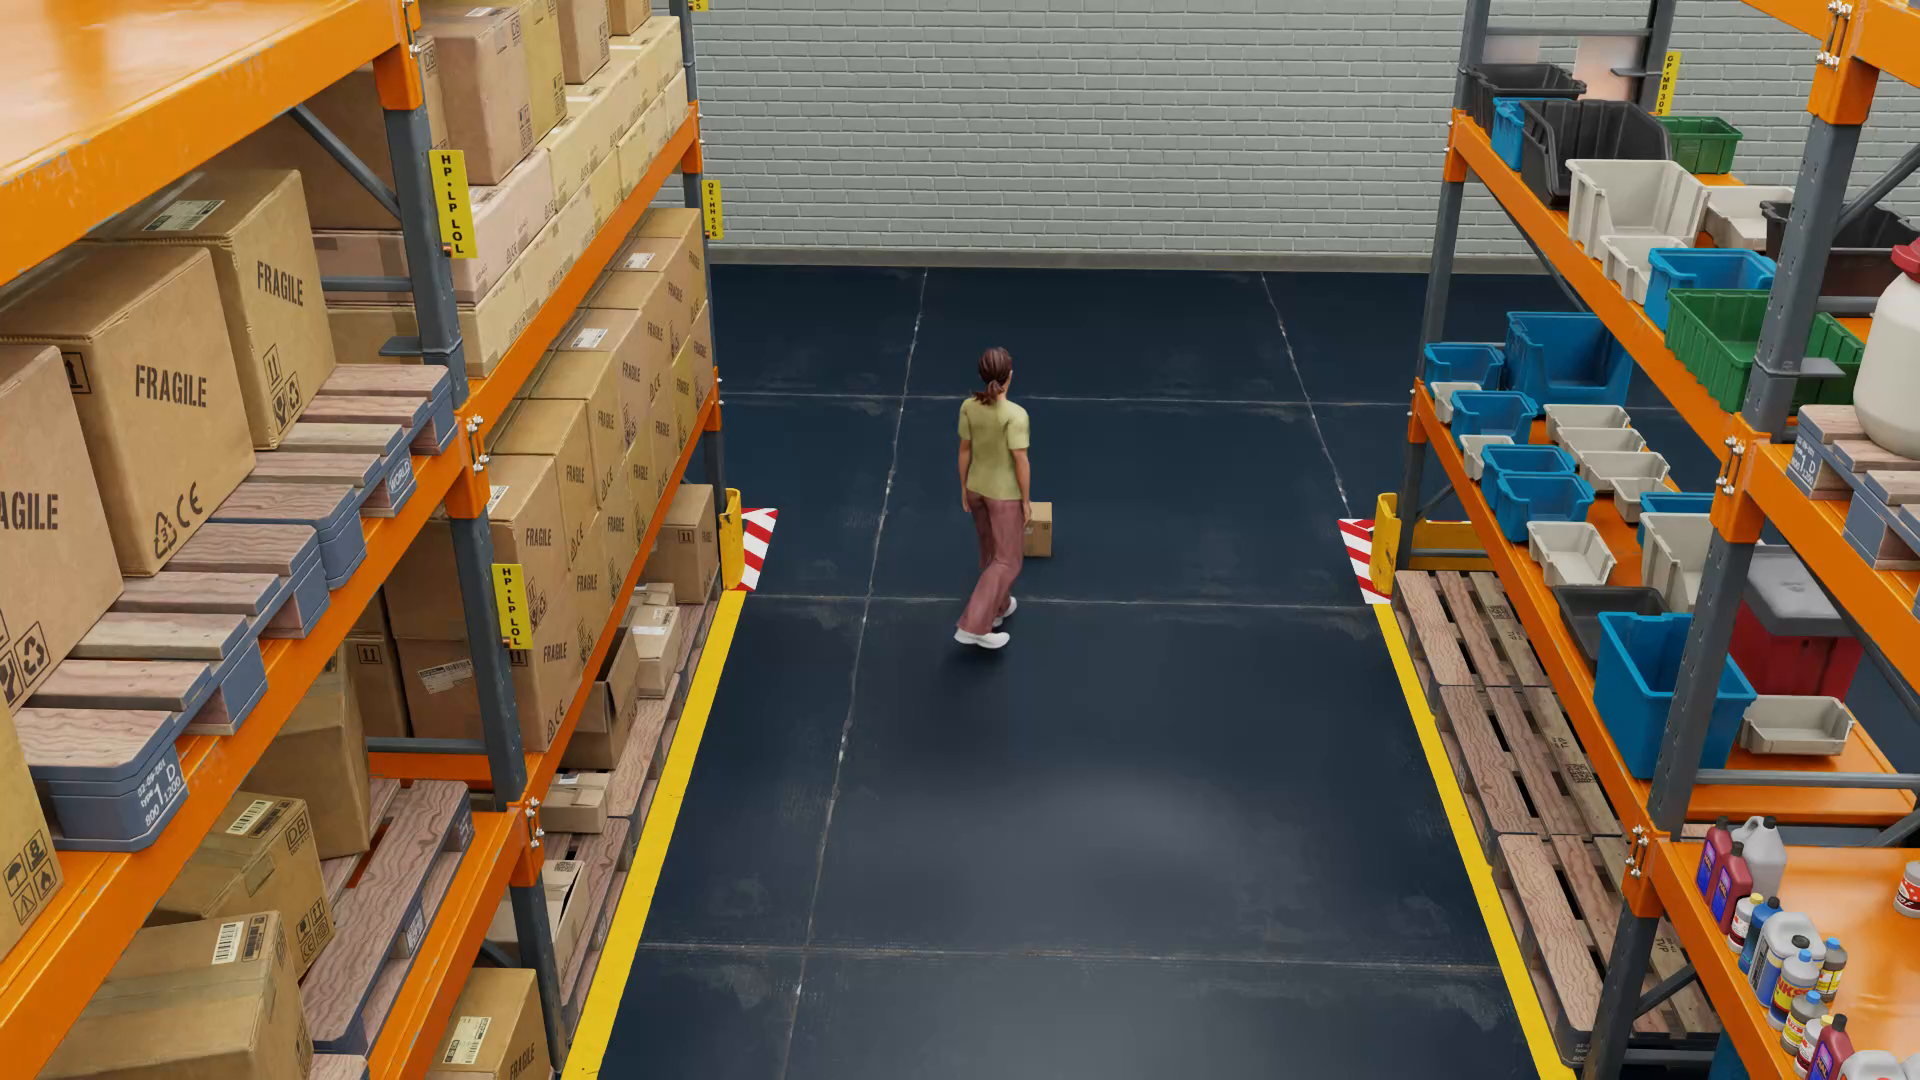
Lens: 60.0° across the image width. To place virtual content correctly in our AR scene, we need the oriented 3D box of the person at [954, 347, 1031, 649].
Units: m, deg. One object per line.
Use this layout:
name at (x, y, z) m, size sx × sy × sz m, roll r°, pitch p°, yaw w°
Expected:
person at (0.164, -0.215, 9.018) m, size 0.471 × 1.668 × 0.672 m, roll 22°, pitch 35°, yaw 36°
